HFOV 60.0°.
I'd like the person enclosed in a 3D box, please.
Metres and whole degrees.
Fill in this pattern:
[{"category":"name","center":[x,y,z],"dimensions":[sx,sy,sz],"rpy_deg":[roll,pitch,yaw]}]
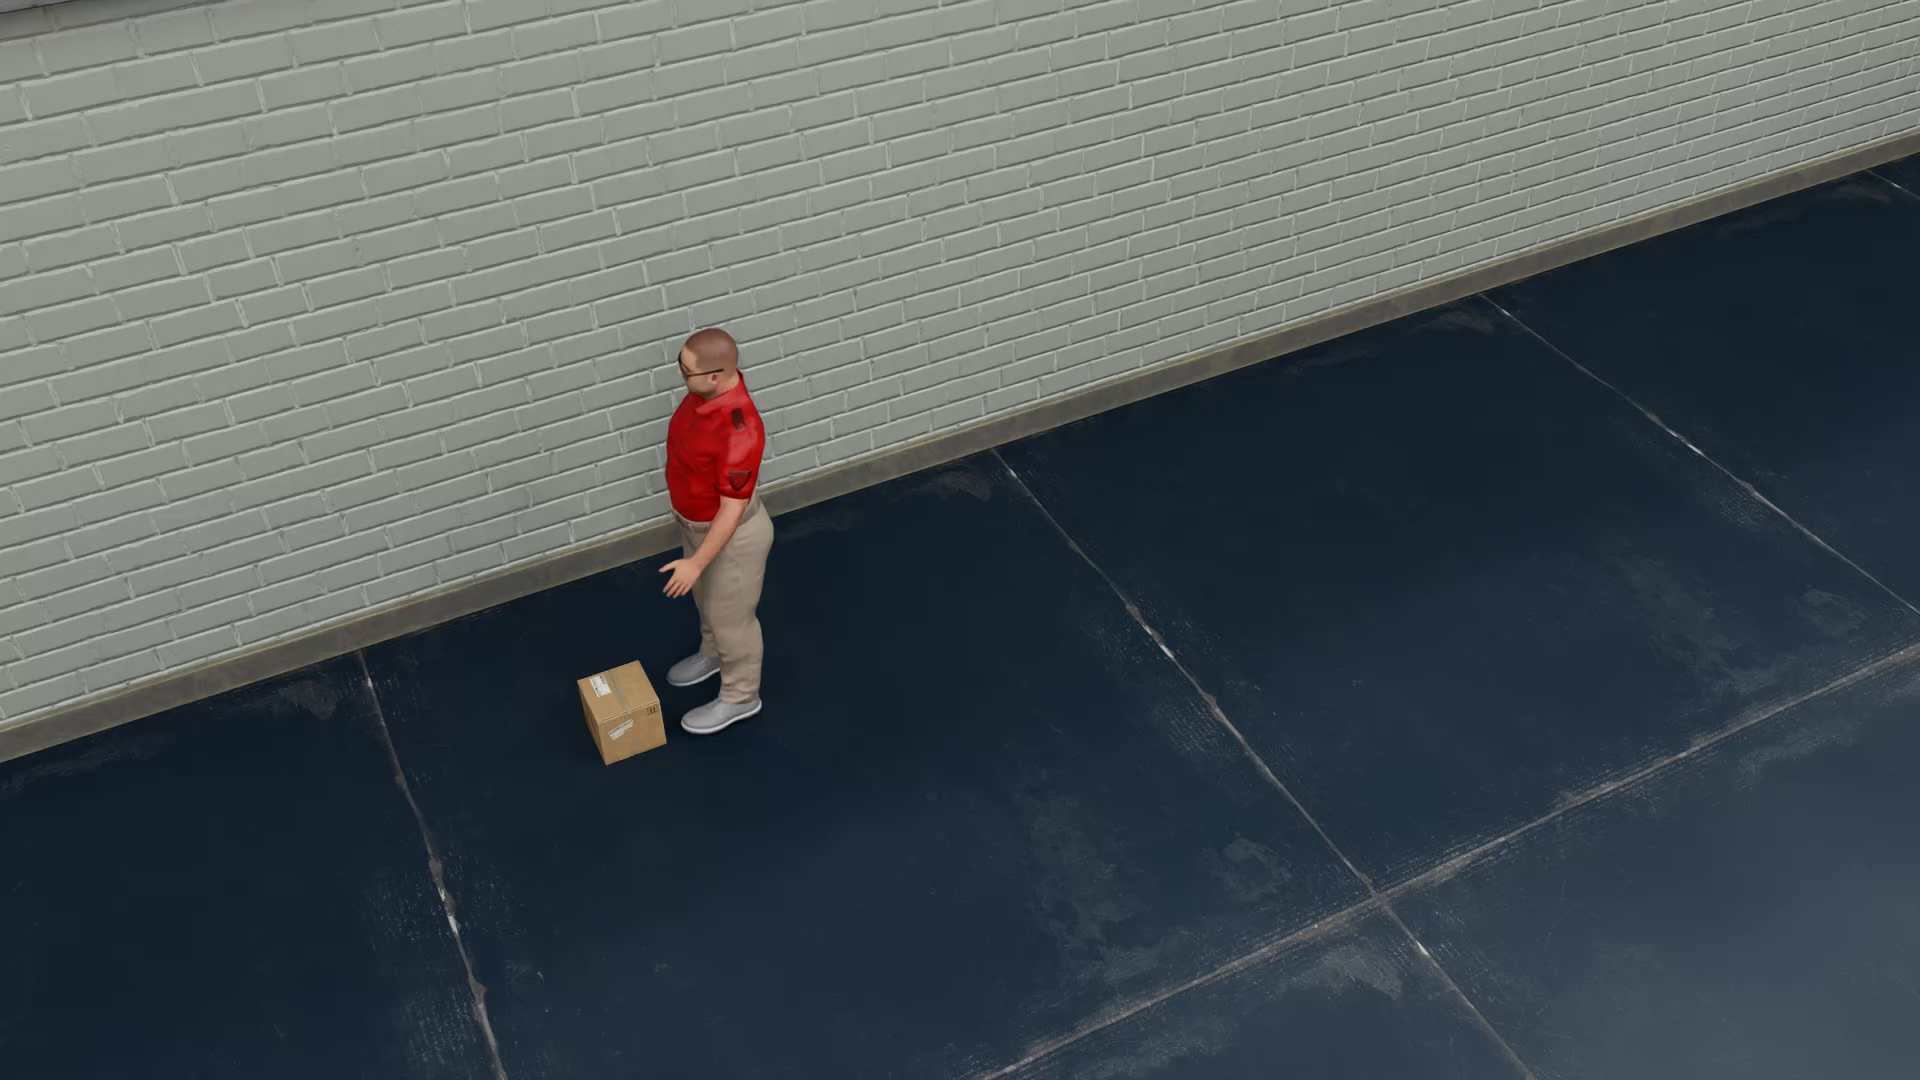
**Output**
[{"category":"person","center":[-0.938,-0.023,6.188],"dimensions":[0.459,1.753,0.552],"rpy_deg":[-15,43,-17]}]
